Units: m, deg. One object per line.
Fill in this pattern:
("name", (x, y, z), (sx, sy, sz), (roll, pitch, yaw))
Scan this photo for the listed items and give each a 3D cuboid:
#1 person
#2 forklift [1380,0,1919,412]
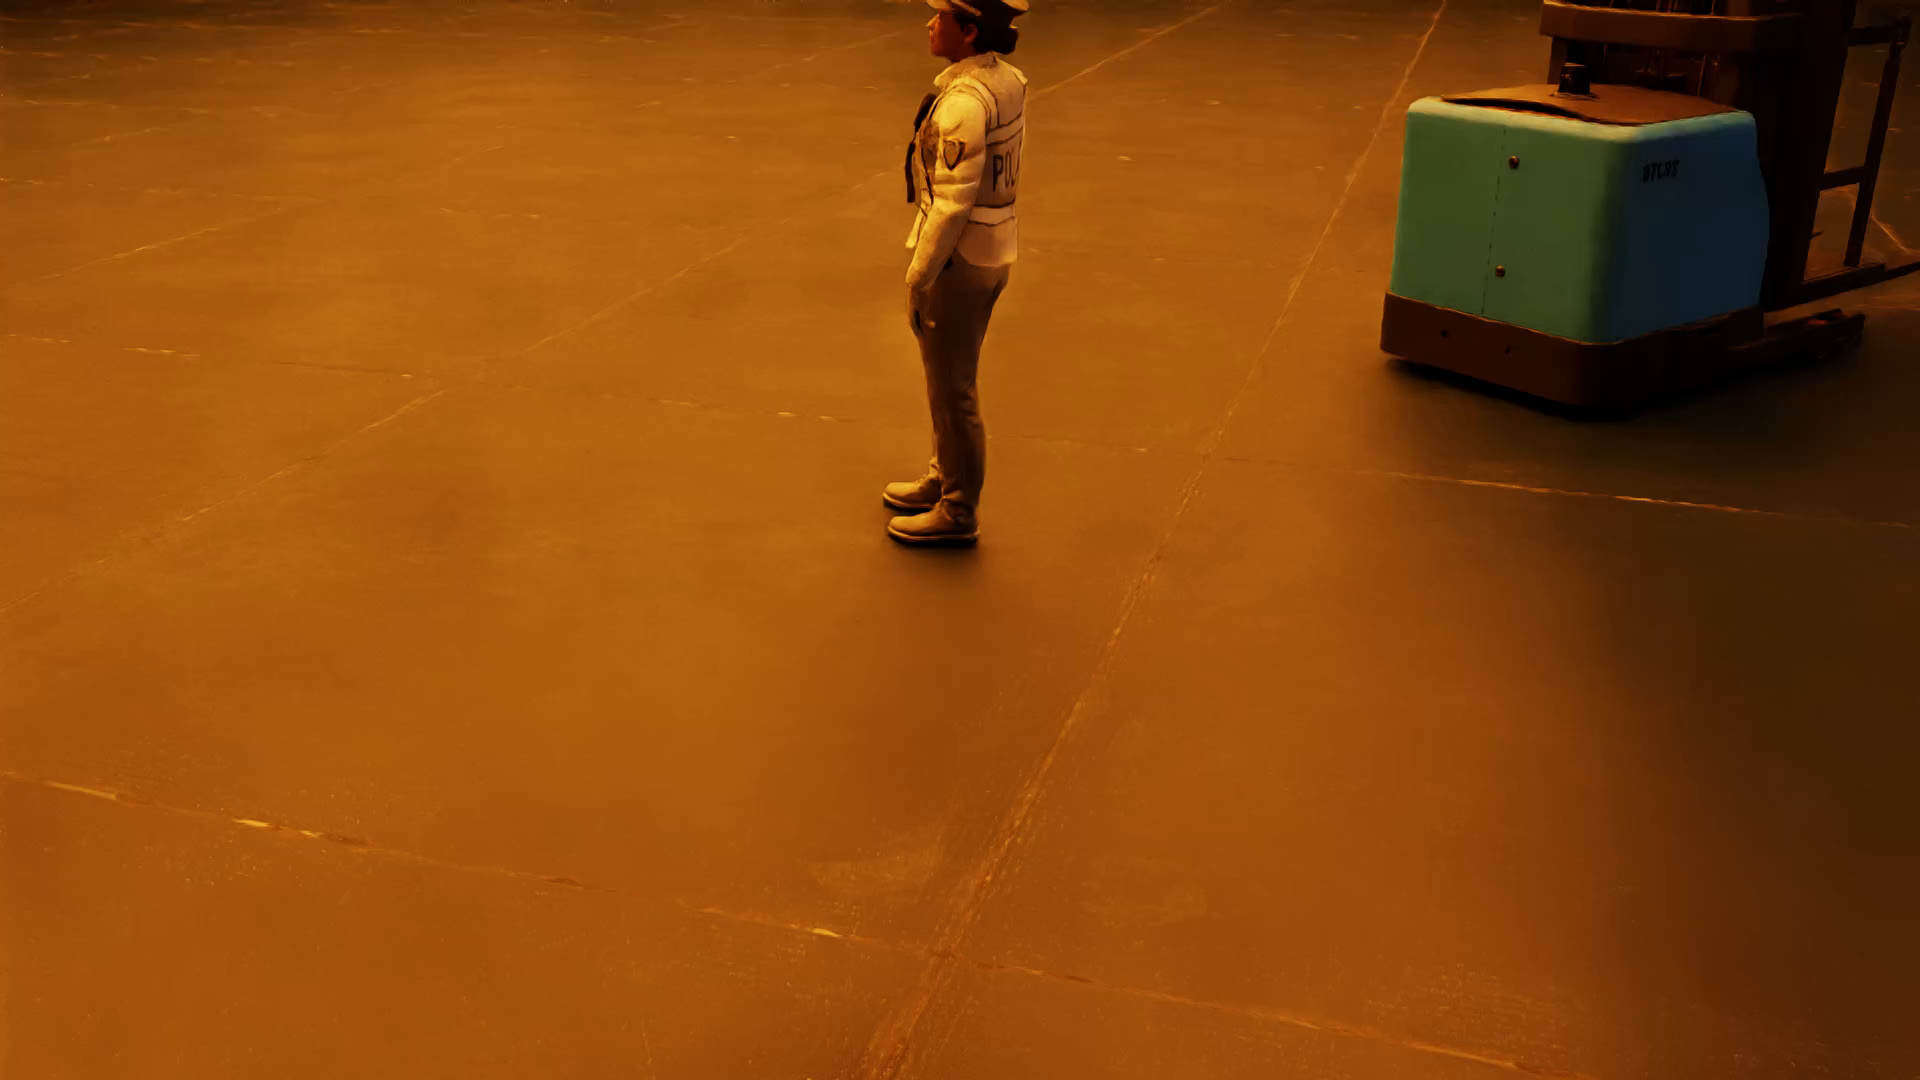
("person", (-0.062, -0.799, 4.820), (0.532, 1.692, 0.586), (7, 23, 16))
("forklift", (3.220, -2.261, 6.755), (3.031, 2.935, 1.130), (-15, 27, -33))
